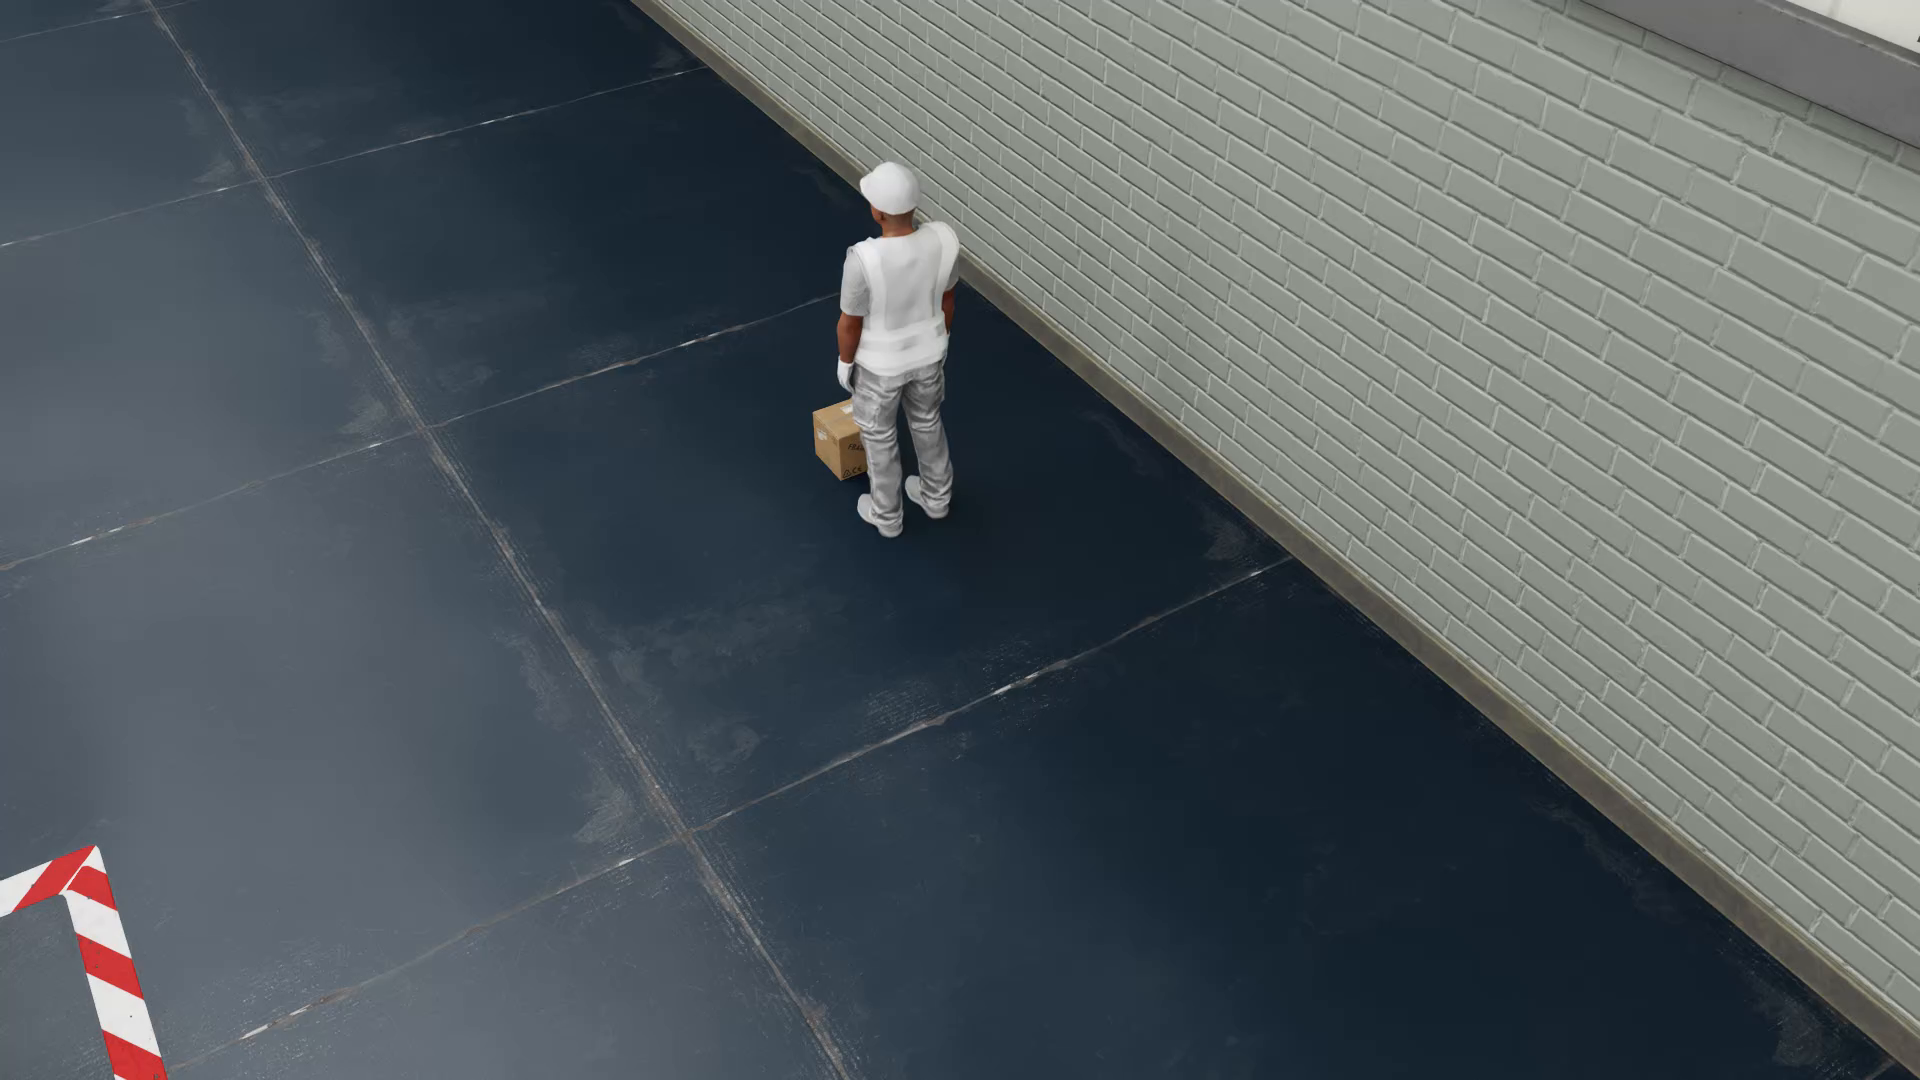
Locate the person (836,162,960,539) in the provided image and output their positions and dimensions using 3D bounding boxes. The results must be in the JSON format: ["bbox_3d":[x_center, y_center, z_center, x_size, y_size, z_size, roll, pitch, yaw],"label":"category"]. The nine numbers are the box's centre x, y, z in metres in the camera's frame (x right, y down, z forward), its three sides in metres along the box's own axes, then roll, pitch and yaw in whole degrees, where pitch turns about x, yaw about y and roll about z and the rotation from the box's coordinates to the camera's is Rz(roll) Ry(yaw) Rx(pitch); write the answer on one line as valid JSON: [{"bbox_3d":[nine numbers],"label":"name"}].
[{"bbox_3d":[-0.273,-0.795,7.075,0.546,1.781,0.358,-21,45,-23],"label":"person"}]
